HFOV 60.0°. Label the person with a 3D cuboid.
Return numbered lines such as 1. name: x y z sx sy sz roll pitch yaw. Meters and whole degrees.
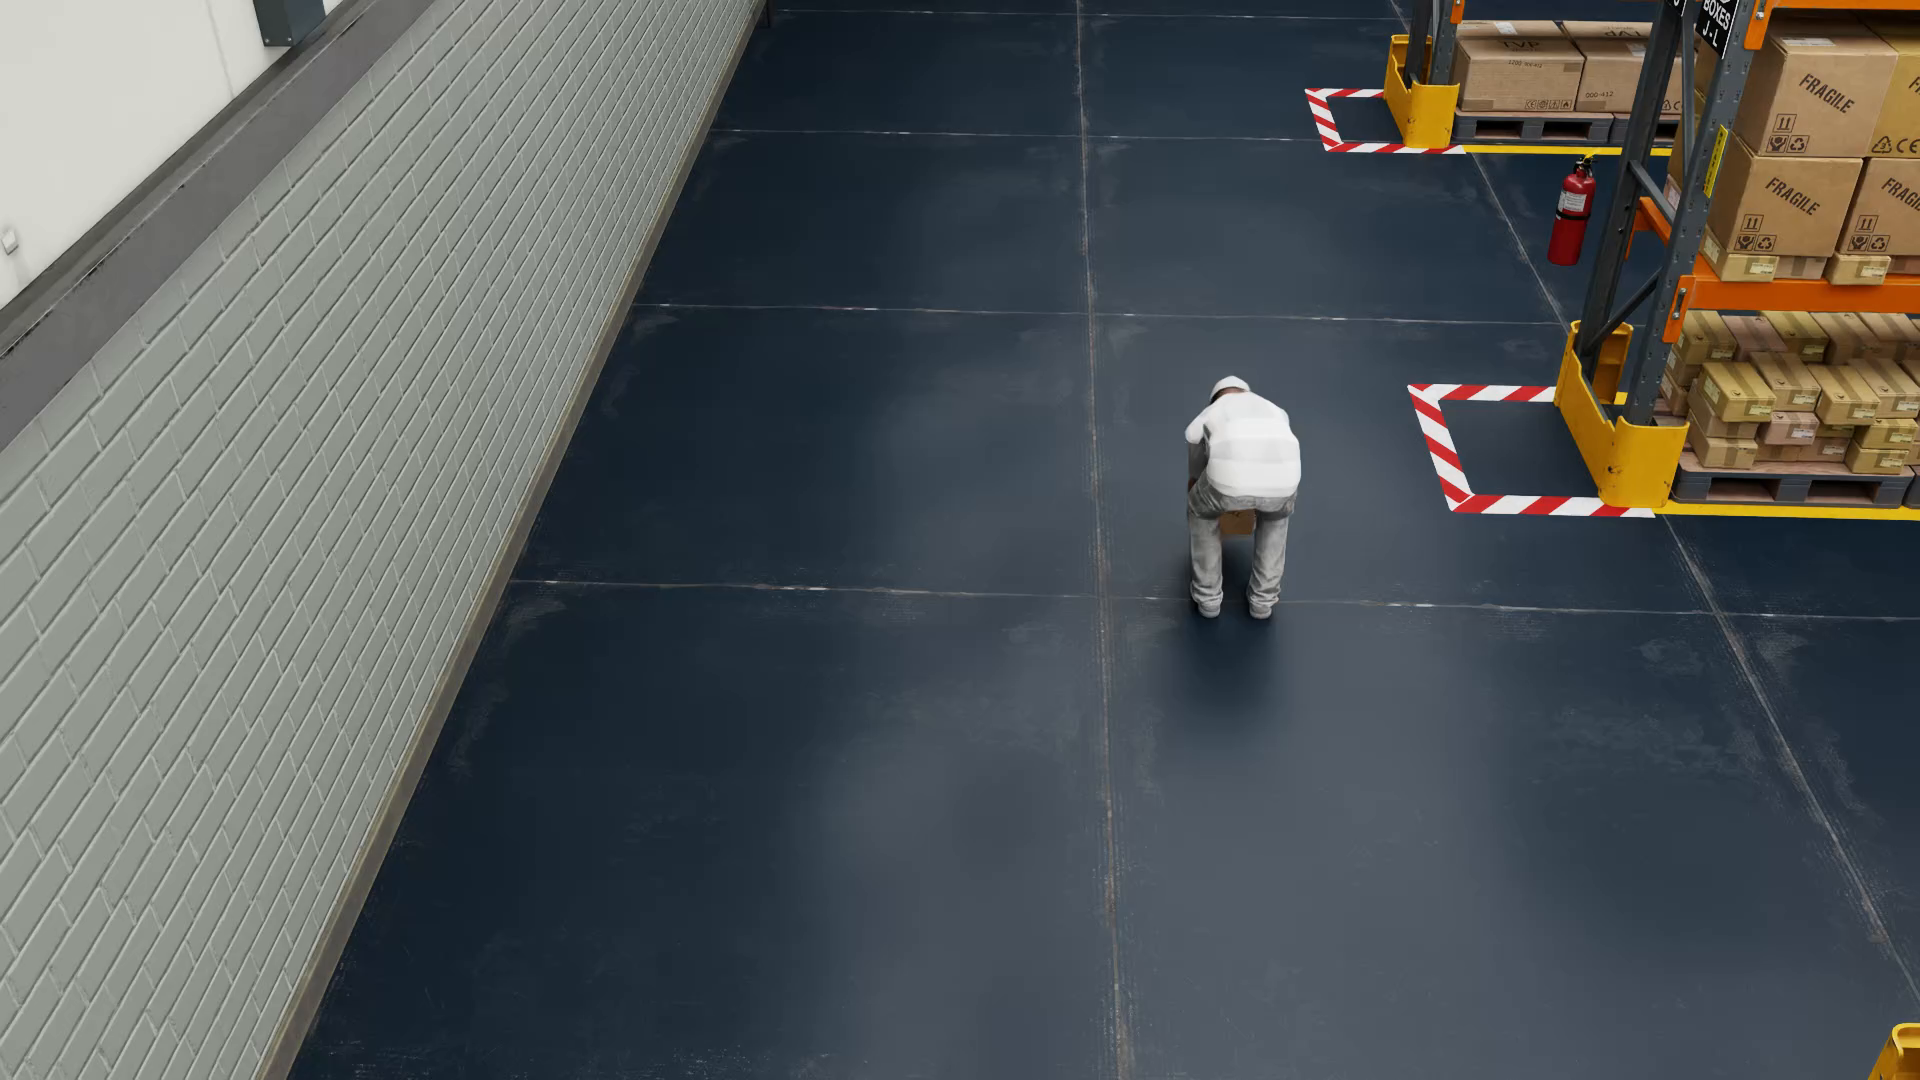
1. person: 1.339 -0.242 8.069 0.515 1.051 0.989 0 35 0
